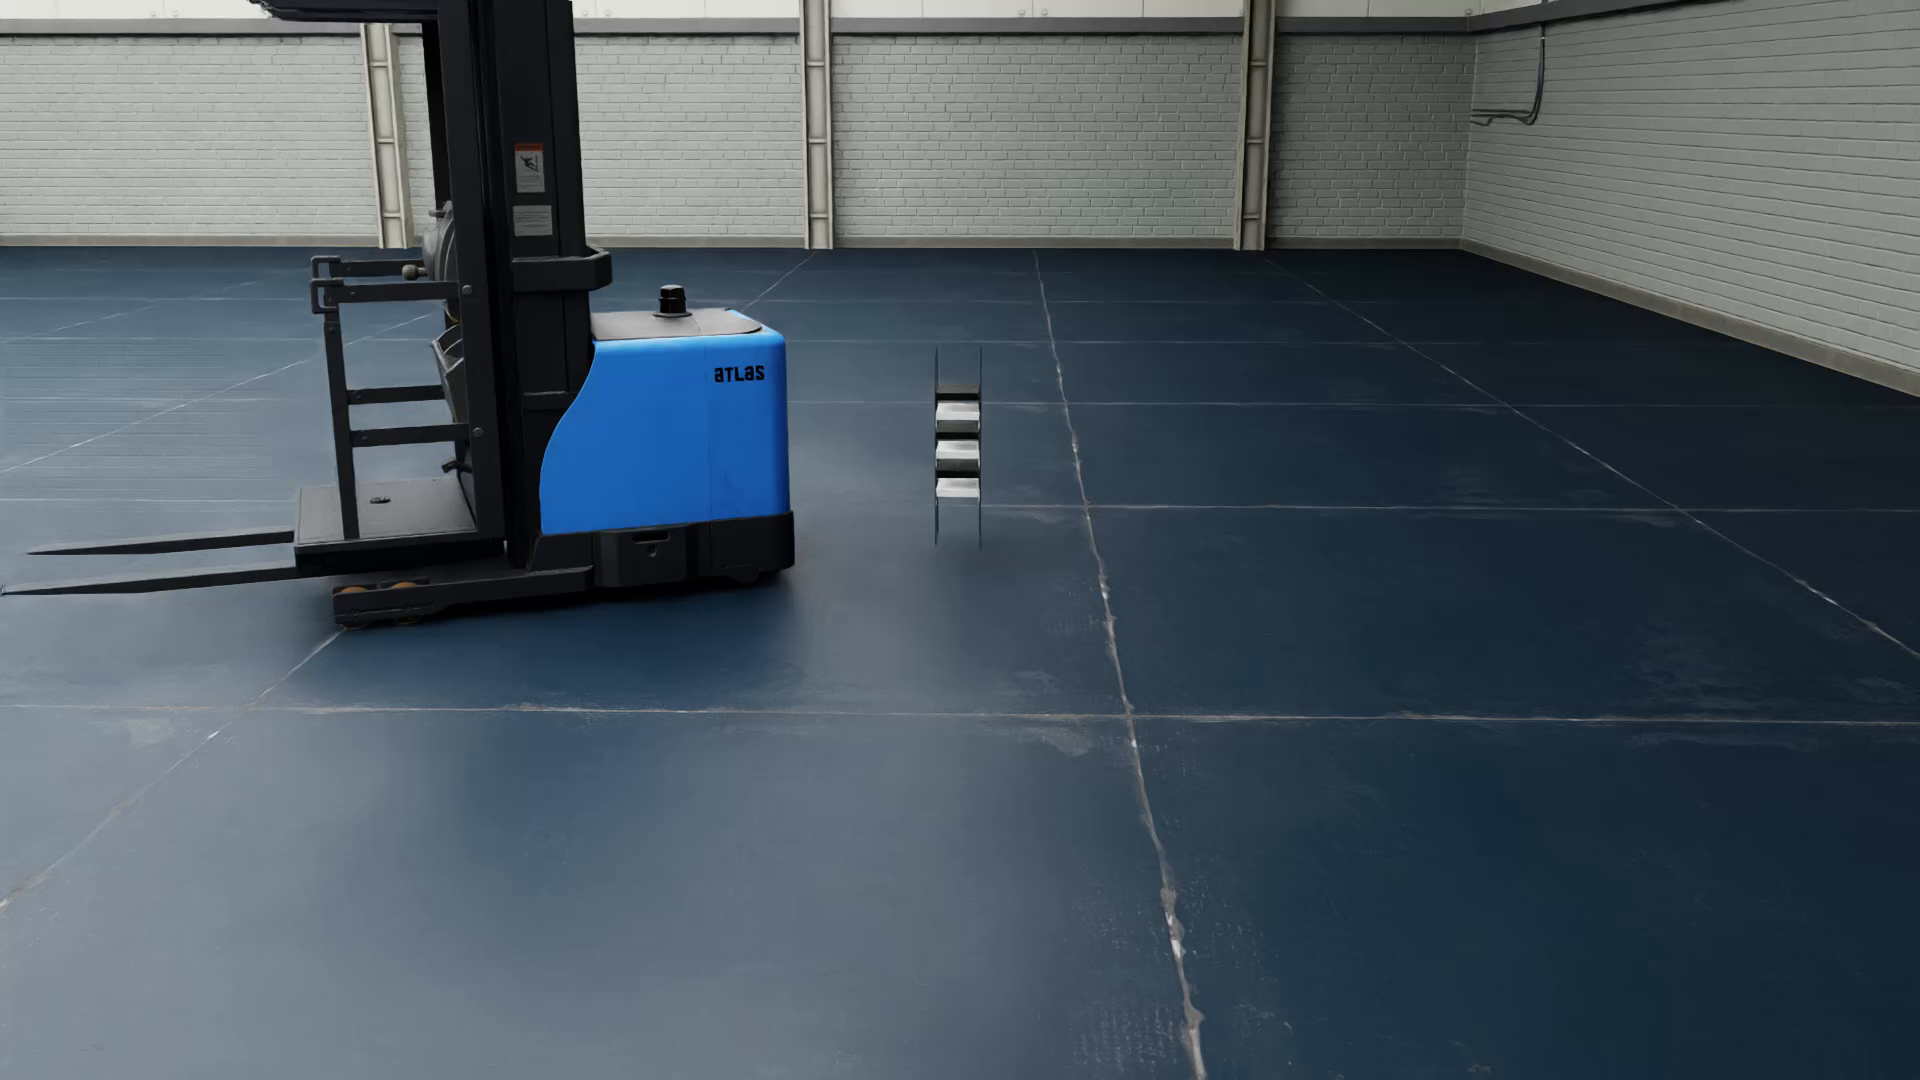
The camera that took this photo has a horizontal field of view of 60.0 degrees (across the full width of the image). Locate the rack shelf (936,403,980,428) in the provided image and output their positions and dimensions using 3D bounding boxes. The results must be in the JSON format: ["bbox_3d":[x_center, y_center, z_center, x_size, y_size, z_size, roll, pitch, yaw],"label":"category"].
[{"bbox_3d":[-0.008,-0.577,7.688,0.200,0.077,0.258,0,15,1],"label":"rack shelf"}]

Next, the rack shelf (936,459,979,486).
[{"bbox_3d":[-0.008,-0.316,7.757,0.200,0.077,0.258,0,15,1],"label":"rack shelf"}]

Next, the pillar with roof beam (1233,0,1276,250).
[{"bbox_3d":[3.924,-7.313,17.918,0.400,9.000,9.100,0,15,1],"label":"pillar with roof beam"}]

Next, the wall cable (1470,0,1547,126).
[{"bbox_3d":[6.945,-6.553,21.125,0.112,2.526,3.097,0,15,1],"label":"wall cable"}]

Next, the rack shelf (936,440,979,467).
[{"bbox_3d":[-0.008,-0.403,7.734,0.200,0.077,0.258,0,15,1],"label":"rack shelf"}]

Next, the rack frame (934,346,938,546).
[{"bbox_3d":[-0.110,-0.436,7.728,0.006,0.900,0.240,0,15,1],"label":"rack frame"}]

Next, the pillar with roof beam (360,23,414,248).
[{"bbox_3d":[-8.073,-7.391,18.215,0.400,9.000,9.100,0,15,1],"label":"pillar with roof beam"}]

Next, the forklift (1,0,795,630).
[{"bbox_3d":[-2.285,-1.218,6.712,3.031,2.935,1.130,-5,16,-20],"label":"forklift"}]

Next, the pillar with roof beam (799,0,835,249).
[{"bbox_3d":[-2.074,-7.352,18.067,0.400,9.000,9.100,0,15,1],"label":"pillar with roof beam"}]

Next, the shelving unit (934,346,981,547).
[{"bbox_3d":[-0.008,-0.435,7.725,0.210,0.900,0.258,0,15,1],"label":"shelving unit"}]

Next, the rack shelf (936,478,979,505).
[{"bbox_3d":[-0.008,-0.229,7.780,0.200,0.077,0.258,0,15,1],"label":"rack shelf"}]

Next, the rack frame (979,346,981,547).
[{"bbox_3d":[0.094,-0.435,7.723,0.006,0.900,0.240,0,15,1],"label":"rack frame"}]

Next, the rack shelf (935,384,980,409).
[{"bbox_3d":[-0.008,-0.664,7.665,0.200,0.077,0.258,0,15,1],"label":"rack shelf"}]

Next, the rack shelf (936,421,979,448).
[{"bbox_3d":[-0.008,-0.490,7.711,0.200,0.077,0.258,0,15,1],"label":"rack shelf"}]
